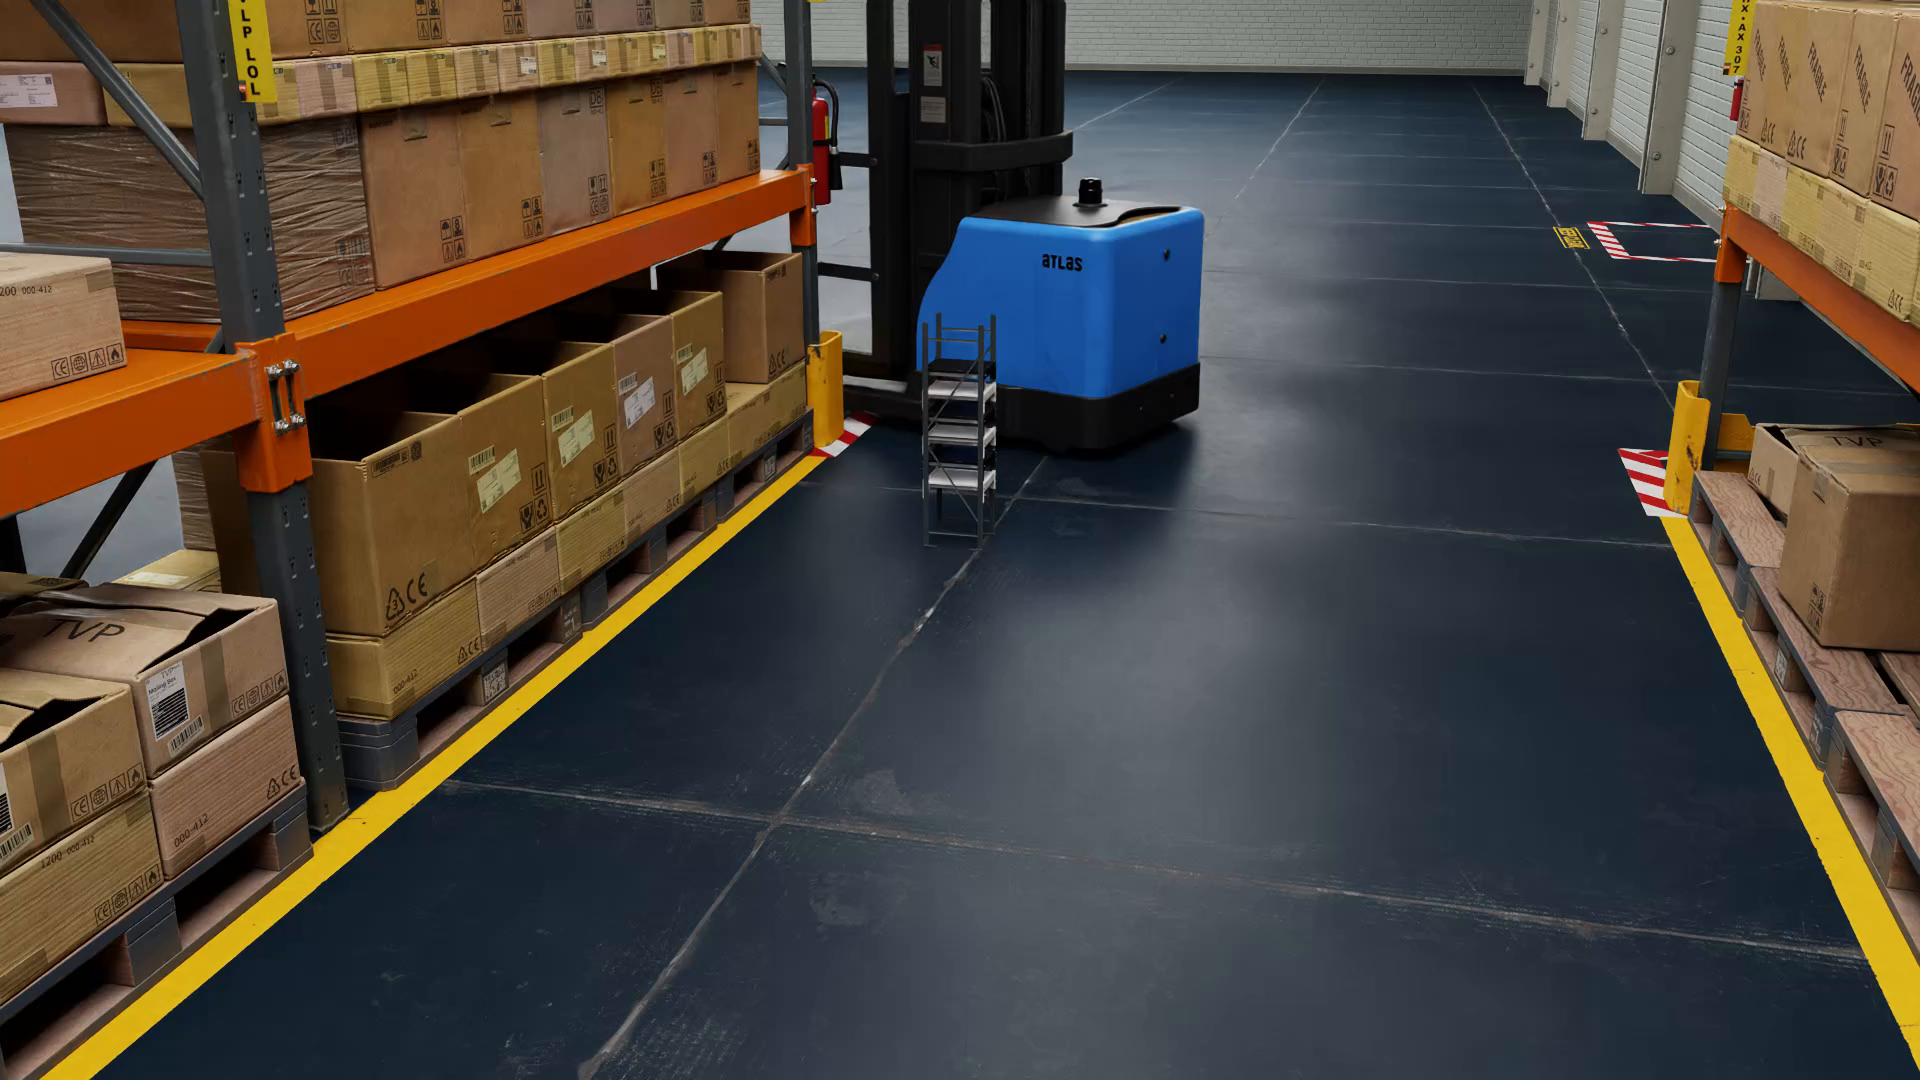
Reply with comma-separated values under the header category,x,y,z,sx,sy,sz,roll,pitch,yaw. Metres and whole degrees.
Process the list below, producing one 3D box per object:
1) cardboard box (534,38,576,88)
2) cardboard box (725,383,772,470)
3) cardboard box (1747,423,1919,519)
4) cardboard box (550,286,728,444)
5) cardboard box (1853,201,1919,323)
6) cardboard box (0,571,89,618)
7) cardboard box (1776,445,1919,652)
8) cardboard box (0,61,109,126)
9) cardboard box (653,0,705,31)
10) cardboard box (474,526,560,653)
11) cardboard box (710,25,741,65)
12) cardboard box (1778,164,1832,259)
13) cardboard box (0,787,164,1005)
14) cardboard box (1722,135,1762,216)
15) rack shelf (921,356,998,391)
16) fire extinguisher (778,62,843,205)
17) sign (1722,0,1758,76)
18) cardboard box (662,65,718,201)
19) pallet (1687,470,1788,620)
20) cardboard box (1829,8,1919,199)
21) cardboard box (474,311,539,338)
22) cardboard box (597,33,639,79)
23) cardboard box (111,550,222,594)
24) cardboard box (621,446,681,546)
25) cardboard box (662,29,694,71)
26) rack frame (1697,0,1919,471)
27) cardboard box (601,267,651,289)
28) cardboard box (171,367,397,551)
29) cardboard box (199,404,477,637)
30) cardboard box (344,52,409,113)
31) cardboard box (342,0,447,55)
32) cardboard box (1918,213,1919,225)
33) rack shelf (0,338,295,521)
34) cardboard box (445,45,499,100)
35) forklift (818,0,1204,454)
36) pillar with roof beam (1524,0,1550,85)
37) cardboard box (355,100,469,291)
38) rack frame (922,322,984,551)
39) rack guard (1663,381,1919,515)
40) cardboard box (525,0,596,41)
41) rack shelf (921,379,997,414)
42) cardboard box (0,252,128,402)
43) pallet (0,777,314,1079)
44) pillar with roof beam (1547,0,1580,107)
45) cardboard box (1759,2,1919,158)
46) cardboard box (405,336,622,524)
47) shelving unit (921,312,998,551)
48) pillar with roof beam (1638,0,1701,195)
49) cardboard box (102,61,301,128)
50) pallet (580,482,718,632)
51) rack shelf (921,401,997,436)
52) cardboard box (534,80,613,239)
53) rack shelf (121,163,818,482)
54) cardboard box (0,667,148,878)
category,x,y,z,sx,sy,sz,roll,pitch,yaw
cardboard box,-1.524,-1.605,5.588,0.380,0.149,0.250,4,19,13
cardboard box,-1.130,-0.498,7.110,0.500,0.250,0.500,5,19,13
cardboard box,3.373,-0.286,6.363,0.500,0.311,0.500,2,19,7
cardboard box,-1.248,-0.696,6.529,0.500,0.500,0.500,5,19,13
cardboard box,2.712,-0.731,4.389,0.500,0.250,0.500,5,19,13
cardboard box,-2.495,0.251,4.049,0.500,0.311,0.500,5,19,14
cardboard box,3.006,0.029,5.148,0.700,0.500,0.500,3,19,10
cardboard box,-2.294,-1.153,4.263,0.380,0.149,0.250,5,19,13
cardboard box,-1.438,-2.284,6.572,0.700,0.500,0.500,4,19,12
cardboard box,-1.618,0.129,5.275,0.500,0.250,0.500,5,19,13
cardboard box,-1.146,-2.087,6.999,0.380,0.149,0.250,5,20,15
cardboard box,2.959,-1.047,5.314,0.500,0.250,0.500,4,19,13
cardboard box,-2.098,0.718,3.550,0.500,0.250,0.500,4,19,13
cardboard box,3.202,-1.370,6.260,0.500,0.250,0.500,4,19,12
rack shelf,-0.002,-0.647,6.458,0.258,0.077,0.200,5,19,13
fire extinguisher,-0.696,-1.914,7.769,0.296,0.674,0.183,5,19,13
sign,3.103,-2.012,6.599,0.100,0.325,0.005,5,19,13
cardboard box,-1.425,-1.687,6.831,0.700,0.500,0.500,5,20,15
pallet,3.378,0.035,6.257,1.003,0.211,1.213,5,19,13
cardboard box,2.844,-1.249,4.745,0.500,0.500,0.500,5,20,15
cardboard box,-1.891,-0.582,6.194,0.500,0.500,0.500,5,19,13
cardboard box,-1.399,-1.763,6.051,0.380,0.149,0.250,5,20,15
cardboard box,-2.251,0.244,4.938,0.500,0.250,0.500,5,19,13
cardboard box,-1.374,-0.185,6.193,0.500,0.250,0.500,5,19,13
cardboard box,-1.272,-1.928,6.534,0.380,0.149,0.250,5,19,14
rack frame,3.629,-1.560,6.614,1.000,3.000,0.127,5,19,13
cardboard box,-1.642,-0.895,7.111,0.500,0.500,0.500,5,19,13
cardboard box,-2.118,-0.267,5.273,0.500,0.500,0.500,5,19,13
cardboard box,-1.736,-0.069,4.694,0.500,0.500,0.500,5,19,13
cardboard box,-1.776,-1.279,4.634,0.380,0.149,0.250,4,19,12
cardboard box,-1.928,-1.655,4.732,0.700,0.500,0.500,5,19,13
cardboard box,2.584,-0.929,3.808,0.500,0.500,0.500,5,19,13
rack shelf,-2.641,0.271,2.366,1.077,0.370,4.000,5,19,13
cardboard box,-1.650,-1.440,5.104,0.380,0.149,0.250,4,19,12
forklift,-0.288,-2.145,8.434,3.031,2.935,1.130,13,23,33
pillar with roof beam,7.452,-13.854,33.326,9.100,9.000,0.400,5,19,13
cardboard box,-1.928,-1.049,4.963,0.700,0.500,0.500,4,19,13
rack frame,-0.027,-0.391,6.441,0.240,0.900,0.006,5,19,13
rack guard,3.611,-0.353,6.948,1.175,0.500,0.348,5,19,13
cardboard box,-1.682,-1.969,5.649,0.700,0.500,0.500,5,19,13
rack shelf,-0.002,-0.562,6.487,0.258,0.077,0.200,5,19,13
cardboard box,-2.230,-0.467,3.647,0.500,0.250,0.500,6,20,17
pallet,-2.295,0.857,3.851,1.003,0.211,1.213,5,19,13
pillar with roof beam,5.986,-11.973,27.820,9.100,9.000,0.400,5,19,13
cardboard box,3.091,-1.573,5.694,0.500,0.500,0.500,5,19,14
cardboard box,-1.491,-0.383,5.611,0.500,0.500,0.500,5,19,13
shelving unit,-0.002,-0.423,6.535,0.258,0.900,0.210,5,19,13
pillar with roof beam,3.055,-8.212,16.809,9.100,9.000,0.400,5,19,13
cardboard box,-1.899,-1.119,4.166,0.380,0.149,0.250,5,19,13
pallet,-1.621,-0.006,6.379,1.003,0.211,1.213,5,19,13
rack shelf,-0.002,-0.477,6.516,0.258,0.077,0.200,5,19,13
cardboard box,-1.677,-1.366,5.893,0.700,0.500,0.500,5,20,15
rack shelf,-1.664,-0.983,6.037,1.077,0.370,4.000,5,19,13
cardboard box,-2.094,0.454,3.454,0.500,0.311,0.500,5,20,15
